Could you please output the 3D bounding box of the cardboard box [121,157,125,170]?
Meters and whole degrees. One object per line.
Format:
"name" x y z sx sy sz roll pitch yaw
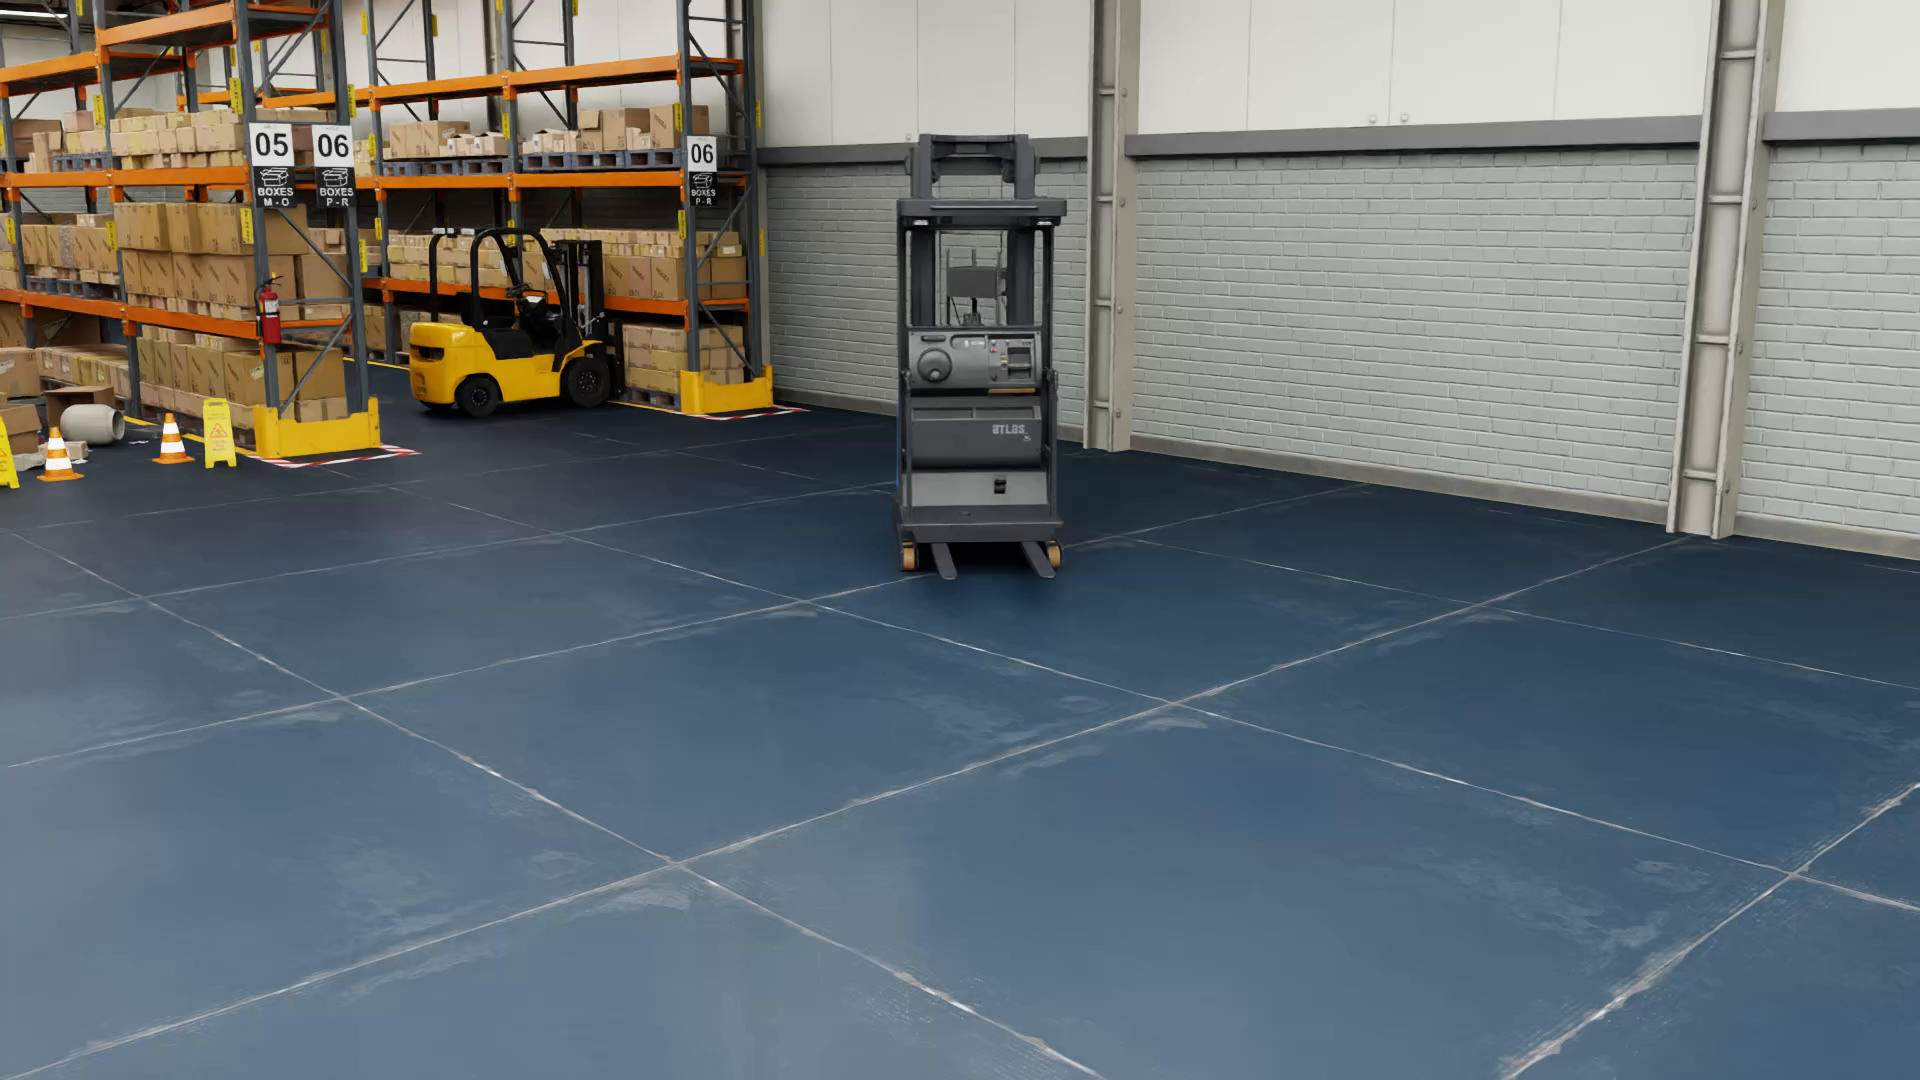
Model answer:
"cardboard box" -9.127 -4.206 18.580 0.380 0.149 0.250 -11 16 -43

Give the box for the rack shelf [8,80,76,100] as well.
"rack shelf" -13.308 -6.206 23.005 1.077 0.370 4.000 -11 16 -43

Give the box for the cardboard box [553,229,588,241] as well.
"cardboard box" -5.040 -3.943 21.525 0.380 0.149 0.250 -10 16 -41

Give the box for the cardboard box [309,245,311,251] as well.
"cardboard box" -10.420 -4.683 27.002 0.396 0.266 0.258 -10 15 -40

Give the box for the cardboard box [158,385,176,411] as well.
"cardboard box" -8.576 -1.599 18.512 0.500 0.250 0.500 -10 15 -39

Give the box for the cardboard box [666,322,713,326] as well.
"cardboard box" -3.358 -2.566 20.728 0.500 0.250 0.500 -11 16 -42

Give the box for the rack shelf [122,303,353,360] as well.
"rack shelf" -7.784 -2.296 17.903 1.077 0.370 4.000 -11 16 -43

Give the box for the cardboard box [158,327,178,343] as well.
"cardboard box" -8.554 -2.259 18.249 0.380 0.149 0.250 -10 15 -40

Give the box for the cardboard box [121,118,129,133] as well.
"cardboard box" -8.983 -4.551 18.281 0.380 0.149 0.250 -10 15 -41

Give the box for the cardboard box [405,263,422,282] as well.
"cardboard box" -7.866 -3.970 24.617 0.500 0.250 0.500 -11 16 -44

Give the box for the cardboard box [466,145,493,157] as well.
"cardboard box" -6.557 -5.351 22.851 0.380 0.149 0.250 -11 16 -43

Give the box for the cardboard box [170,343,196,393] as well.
"cardboard box" -8.218 -1.890 18.067 0.500 0.500 0.500 -10 15 -40

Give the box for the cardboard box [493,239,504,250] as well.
"cardboard box" -6.165 -4.053 22.794 0.380 0.149 0.250 -11 16 -43

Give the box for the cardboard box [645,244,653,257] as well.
"cardboard box" -3.590 -3.506 20.141 0.380 0.149 0.250 -11 16 -42

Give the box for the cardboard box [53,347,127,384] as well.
"cardboard box" -11.029 -2.252 21.380 0.950 0.372 0.625 -11 16 -44

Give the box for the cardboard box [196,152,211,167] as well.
"cardboard box" -7.539 -3.867 16.935 0.380 0.149 0.250 -11 16 -43

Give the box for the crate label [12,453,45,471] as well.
"crate label" -8.788 -0.739 15.658 0.298 0.136 0.250 3 12 16

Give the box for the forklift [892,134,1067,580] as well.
"forklift" 0.125 -1.288 11.401 1.130 2.935 3.031 -1 12 -4

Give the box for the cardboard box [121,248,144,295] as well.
"cardboard box" -9.063 -3.032 18.707 0.500 0.500 0.500 -11 16 -43

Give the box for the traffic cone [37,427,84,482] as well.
"traffic cone" -8.200 -0.792 15.111 0.336 0.463 0.334 -11 16 -43

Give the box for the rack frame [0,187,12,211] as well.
"rack frame" -14.690 -4.107 24.915 1.000 3.000 0.127 -11 16 -43

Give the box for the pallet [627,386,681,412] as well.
"pallet" -3.373 -1.788 20.569 1.003 0.211 1.213 -11 16 -43

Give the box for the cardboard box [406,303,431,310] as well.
"cardboard box" -8.475 -3.635 26.166 0.380 0.149 0.250 -10 15 -40

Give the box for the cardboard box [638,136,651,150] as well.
"cardboard box" -3.607 -4.728 19.826 0.250 0.149 0.380 11 16 44

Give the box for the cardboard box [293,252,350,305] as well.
"cardboard box" -6.529 -2.659 16.897 0.500 0.500 0.500 -11 16 -43

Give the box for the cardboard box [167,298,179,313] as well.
"cardboard box" -8.303 -2.538 17.920 0.380 0.149 0.250 -11 16 -42

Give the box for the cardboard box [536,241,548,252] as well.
"cardboard box" -5.368 -3.878 21.946 0.380 0.149 0.250 -10 16 -41

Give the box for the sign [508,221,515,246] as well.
"sign" -5.963 -4.083 22.125 0.100 0.325 0.005 -11 16 -43

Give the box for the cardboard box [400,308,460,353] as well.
"cardboard box" -7.919 -3.166 25.187 0.875 0.625 0.625 -10 15 -41

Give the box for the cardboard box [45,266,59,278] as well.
"cardboard box" -11.336 -3.398 21.051 0.380 0.149 0.250 -11 16 -42

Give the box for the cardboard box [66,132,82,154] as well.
"cardboard box" -10.370 -4.755 19.957 0.500 0.250 0.500 -11 16 -42

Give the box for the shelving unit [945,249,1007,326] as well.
"shelving unit" 0.203 -1.259 13.321 0.503 2.100 0.431 8 14 35

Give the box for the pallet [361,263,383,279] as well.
"pallet" -8.859 -4.211 25.893 1.213 0.211 1.003 -11 16 -43

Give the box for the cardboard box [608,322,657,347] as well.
"cardboard box" -4.071 -2.567 20.732 0.500 0.250 0.500 -11 16 -42

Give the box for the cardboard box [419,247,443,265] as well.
"cardboard box" -7.517 -4.136 24.188 0.500 0.250 0.500 11 16 44

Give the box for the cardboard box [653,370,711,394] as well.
"cardboard box" -3.368 -1.932 20.128 0.500 0.250 0.500 -11 16 -42

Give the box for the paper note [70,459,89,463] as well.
"paper note" -8.495 -0.763 16.037 0.142 0.019 0.148 6 13 26

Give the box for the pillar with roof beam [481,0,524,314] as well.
"pillar with roof beam" -9.901 -6.490 21.610 9.100 9.000 0.400 -11 16 -43

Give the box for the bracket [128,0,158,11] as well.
"bracket" -17.547 -11.023 34.692 0.076 0.066 5.218 -11 16 -43

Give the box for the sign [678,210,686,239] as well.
"sign" -3.217 -3.658 19.276 0.100 0.325 0.005 -11 16 -43

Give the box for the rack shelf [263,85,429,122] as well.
"rack shelf" -9.721 -6.898 26.365 1.077 0.370 4.000 -11 16 -43

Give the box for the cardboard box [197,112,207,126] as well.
"cardboard box" -7.491 -4.260 16.866 0.380 0.149 0.250 -11 16 -43

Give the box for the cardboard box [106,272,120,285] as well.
"cardboard box" -9.720 -3.059 19.408 0.380 0.149 0.250 -11 16 -42

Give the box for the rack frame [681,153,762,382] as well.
"rack frame" -2.815 -3.048 19.774 1.000 3.000 0.127 -11 16 -43

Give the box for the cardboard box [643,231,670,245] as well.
"cardboard box" -3.608 -3.650 20.100 0.380 0.149 0.250 -10 16 -41

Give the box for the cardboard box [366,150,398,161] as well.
"cardboard box" -8.759 -5.825 25.202 0.380 0.149 0.250 -10 16 -41

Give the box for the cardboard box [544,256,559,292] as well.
"cardboard box" -5.088 -3.506 21.749 0.500 0.500 0.500 -11 16 -42

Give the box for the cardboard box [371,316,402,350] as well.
"cardboard box" -8.787 -3.229 25.805 0.500 0.500 0.500 -10 15 -41

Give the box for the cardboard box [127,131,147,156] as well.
"cardboard box" -8.696 -4.305 18.074 0.500 0.250 0.500 -11 16 -43

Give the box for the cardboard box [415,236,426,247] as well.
"cardboard box" -7.762 -4.386 24.411 0.380 0.149 0.250 -11 16 -42

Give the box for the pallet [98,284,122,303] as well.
"pallet" -9.587 -2.978 19.907 1.003 0.211 1.213 -11 16 -43

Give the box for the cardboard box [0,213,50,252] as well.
"cardboard box" -12.473 -4.101 22.159 0.500 0.500 0.500 11 16 44

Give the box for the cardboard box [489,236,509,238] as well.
"cardboard box" -6.684 -4.309 24.038 0.380 0.149 0.250 -11 16 -42

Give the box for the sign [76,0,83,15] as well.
"sign" -11.541 -7.035 21.747 0.100 0.325 0.005 -11 16 -43
